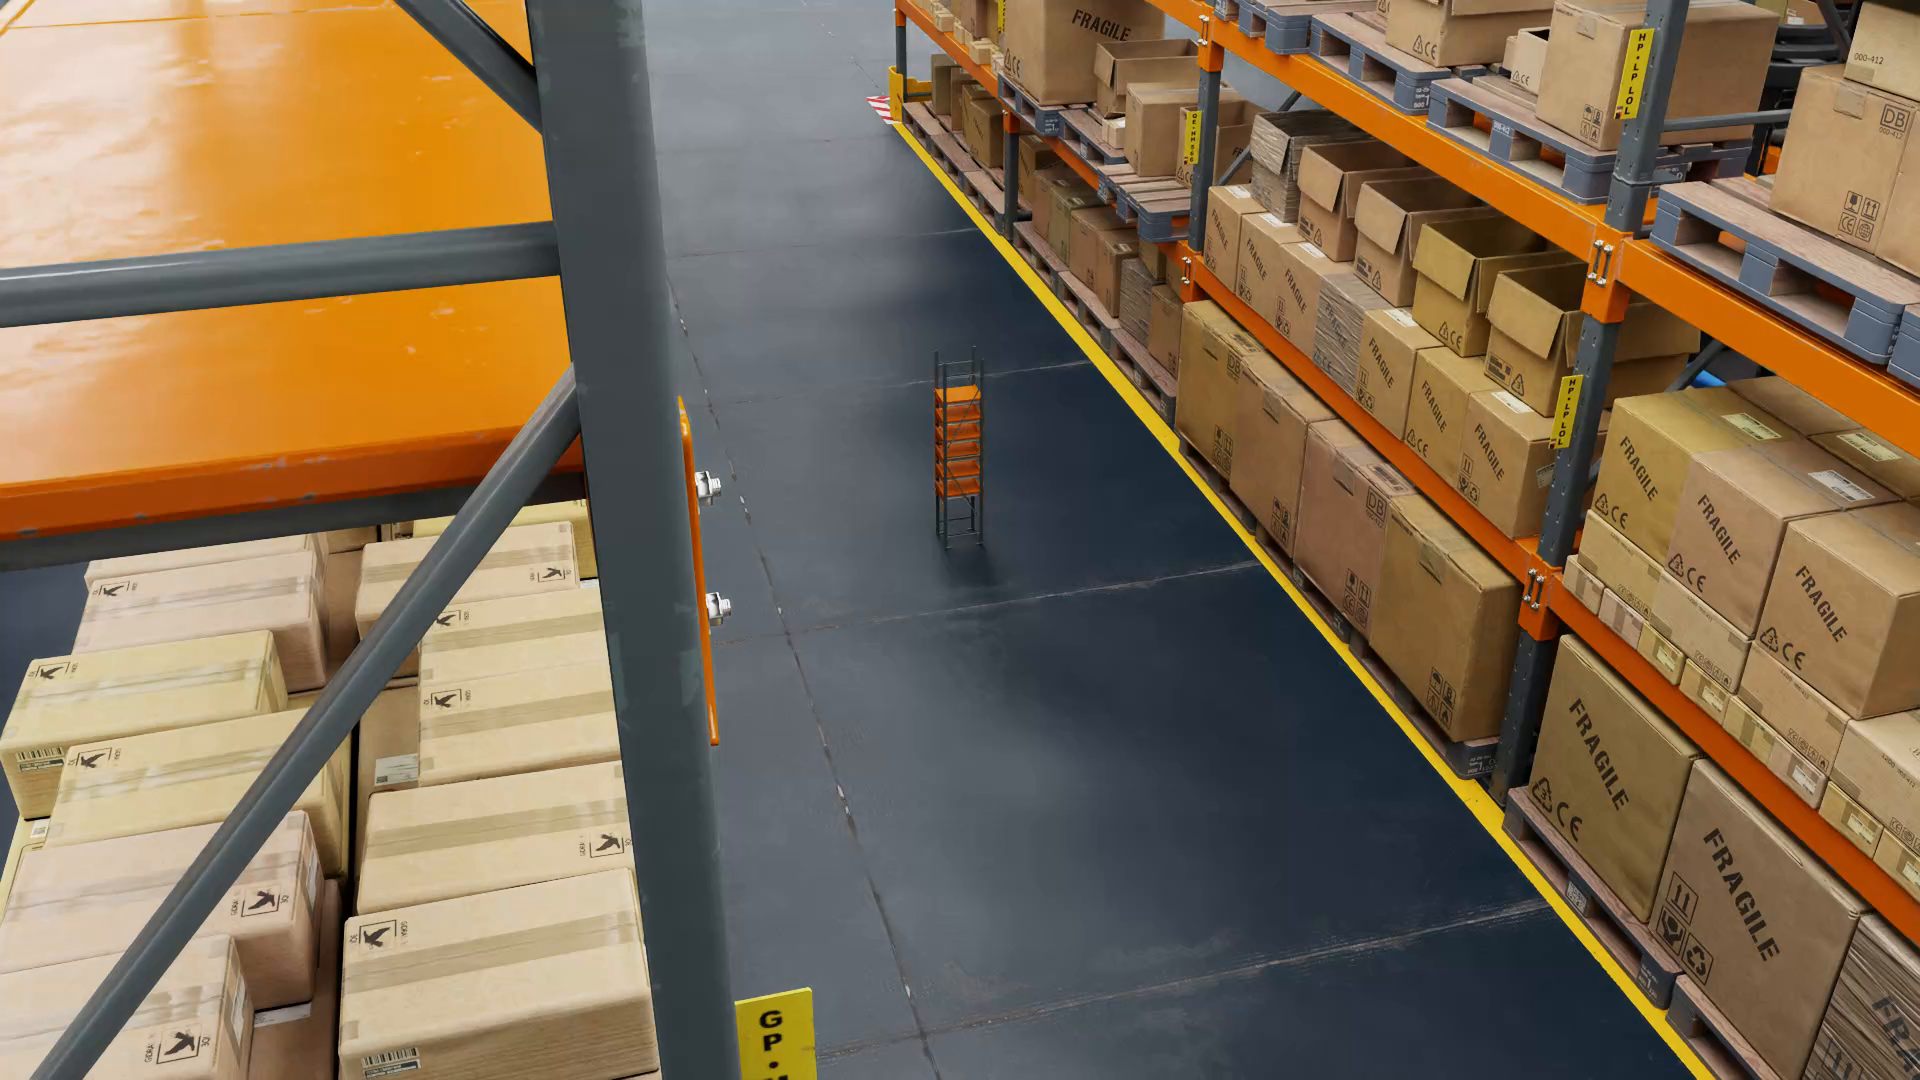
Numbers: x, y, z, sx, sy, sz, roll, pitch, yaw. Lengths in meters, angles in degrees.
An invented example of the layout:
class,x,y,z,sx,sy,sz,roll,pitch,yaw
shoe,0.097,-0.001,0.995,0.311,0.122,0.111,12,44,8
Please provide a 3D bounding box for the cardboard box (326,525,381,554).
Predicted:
class,x,y,z,sx,sy,sz,roll,pitch,yaw
cardboard box,-1.503,0.032,3.588,0.500,0.250,0.500,-9,31,-15

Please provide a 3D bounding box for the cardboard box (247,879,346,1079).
class,x,y,z,sx,sy,sz,roll,pitch,yaw
cardboard box,-1.110,0.772,2.309,0.500,0.250,0.500,-9,31,-15

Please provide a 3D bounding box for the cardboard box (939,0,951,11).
class,x,y,z,sx,sy,sz,roll,pitch,yaw
cardboard box,0.279,-5.358,15.847,0.875,0.500,0.500,-8,31,-13

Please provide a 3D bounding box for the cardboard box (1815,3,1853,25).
class,x,y,z,sx,sy,sz,roll,pitch,yaw
cardboard box,9.696,-5.546,18.146,0.500,0.500,0.500,-8,31,-13

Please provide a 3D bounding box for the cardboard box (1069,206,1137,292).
class,x,y,z,sx,sy,sz,roll,pitch,yaw
cardboard box,1.281,-2.302,13.021,0.700,0.500,0.500,-11,32,-18

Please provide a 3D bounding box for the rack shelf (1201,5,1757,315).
class,x,y,z,sx,sy,sz,roll,pitch,yaw
rack shelf,2.474,-2.085,8.313,1.077,0.370,4.000,-8,31,-13

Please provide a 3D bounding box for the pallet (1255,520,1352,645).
class,x,y,z,sx,sy,sz,roll,pitch,yaw
pallet,2.400,0.122,9.560,1.003,0.211,1.213,-8,31,-13

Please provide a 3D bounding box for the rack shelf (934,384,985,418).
class,x,y,z,sx,sy,sz,roll,pitch,yaw
rack shelf,-0.004,-0.799,9.535,0.258,0.103,0.180,-8,31,-13

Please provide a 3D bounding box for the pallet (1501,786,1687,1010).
class,x,y,z,sx,sy,sz,roll,pitch,yaw
pallet,3.132,1.452,7.261,1.003,0.211,1.213,-8,31,-13

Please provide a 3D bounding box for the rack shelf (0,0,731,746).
class,x,y,z,sx,sy,sz,roll,pitch,yaw
rack shelf,-1.273,-0.839,3.170,1.077,0.370,4.000,-8,31,-13

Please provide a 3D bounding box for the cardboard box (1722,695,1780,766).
class,x,y,z,sx,sy,sz,roll,pitch,yaw
cardboard box,3.043,0.668,6.084,0.380,0.149,0.250,-8,31,-14

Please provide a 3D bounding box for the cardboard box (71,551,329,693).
class,x,y,z,sx,sy,sz,roll,pitch,yaw
cardboard box,-1.337,0.167,2.957,0.380,0.149,0.250,-9,31,-14

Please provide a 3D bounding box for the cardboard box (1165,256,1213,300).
class,x,y,z,sx,sy,sz,roll,pitch,yaw
cardboard box,1.737,-1.817,11.433,0.500,0.250,0.500,-7,31,-11

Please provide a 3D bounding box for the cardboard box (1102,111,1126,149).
class,x,y,z,sx,sy,sz,roll,pitch,yaw
cardboard box,1.241,-2.957,11.811,0.396,0.266,0.258,-9,31,-15

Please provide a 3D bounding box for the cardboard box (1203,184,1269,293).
class,x,y,z,sx,sy,sz,roll,pitch,yaw
cardboard box,1.810,-1.837,10.060,0.500,0.500,0.500,-7,31,-12

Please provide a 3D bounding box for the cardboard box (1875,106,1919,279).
class,x,y,z,sx,sy,sz,roll,pitch,yaw
cardboard box,3.409,-1.069,5.220,0.700,0.500,0.500,-6,31,-11

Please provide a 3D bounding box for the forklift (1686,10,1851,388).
class,x,y,z,sx,sy,sz,roll,pitch,yaw
forklift,4.468,-1.769,10.111,1.130,2.935,3.031,-8,31,-14

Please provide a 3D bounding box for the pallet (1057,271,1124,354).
class,x,y,z,sx,sy,sz,roll,pitch,yaw
pallet,1.417,-1.823,12.920,1.003,0.211,1.213,-8,31,-13

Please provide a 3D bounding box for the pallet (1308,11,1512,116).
class,x,y,z,sx,sy,sz,roll,pitch,yaw
pallet,2.465,-2.437,8.391,1.003,0.211,1.213,-6,31,-11

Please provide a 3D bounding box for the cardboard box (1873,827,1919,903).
class,x,y,z,sx,sy,sz,roll,pitch,yaw
cardboard box,3.249,1.042,5.438,0.380,0.149,0.250,-7,31,-12

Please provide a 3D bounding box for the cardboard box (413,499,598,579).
class,x,y,z,sx,sy,sz,roll,pitch,yaw
cardboard box,-0.873,-0.033,3.302,0.380,0.149,0.250,-7,31,-12

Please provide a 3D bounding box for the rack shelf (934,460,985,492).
class,x,y,z,sx,sy,sz,roll,pitch,yaw
rack shelf,-0.004,-0.384,9.775,0.258,0.103,0.180,-8,31,-13

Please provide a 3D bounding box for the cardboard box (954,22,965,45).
class,x,y,z,sx,sy,sz,roll,pitch,yaw
cardboard box,0.157,-4.679,15.321,0.380,0.149,0.250,-8,31,-13

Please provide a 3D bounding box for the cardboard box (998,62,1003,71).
class,x,y,z,sx,sy,sz,roll,pitch,yaw
cardboard box,0.541,-3.952,14.066,0.380,0.149,0.250,-8,31,-13

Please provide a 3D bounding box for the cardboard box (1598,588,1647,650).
class,x,y,z,sx,sy,sz,roll,pitch,yaw
cardboard box,2.833,0.290,6.736,0.380,0.149,0.250,-9,31,-15

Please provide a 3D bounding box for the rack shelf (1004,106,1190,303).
class,x,y,z,sx,sy,sz,roll,pitch,yaw
rack shelf,1.413,-2.719,12.402,1.077,0.370,4.000,-8,31,-13

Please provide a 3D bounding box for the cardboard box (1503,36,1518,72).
class,x,y,z,sx,sy,sz,roll,pitch,yaw
cardboard box,2.755,-2.243,7.699,0.380,0.149,0.250,-9,31,-15

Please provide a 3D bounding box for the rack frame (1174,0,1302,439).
class,x,y,z,sx,sy,sz,roll,pitch,yaw
rack frame,1.943,-2.064,10.553,1.000,3.000,0.127,-8,31,-13

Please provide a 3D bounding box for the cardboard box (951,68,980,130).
class,x,y,z,sx,sy,sz,roll,pitch,yaw
cardboard box,0.161,-4.440,16.734,0.500,0.500,0.500,0,30,0

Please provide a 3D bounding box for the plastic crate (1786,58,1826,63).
class,x,y,z,sx,sy,sz,roll,pitch,yaw
plastic crate,6.585,-3.572,13.094,0.402,0.464,0.583,-8,31,-13

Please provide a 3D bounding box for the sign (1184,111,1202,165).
class,x,y,z,sx,sy,sz,roll,pitch,yaw
sign,1.423,-2.454,10.150,0.100,0.325,0.005,-8,31,-13

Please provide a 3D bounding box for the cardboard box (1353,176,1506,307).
class,x,y,z,sx,sy,sz,roll,pitch,yaw
cardboard box,2.477,-1.548,8.560,0.797,0.503,0.637,-7,31,-12

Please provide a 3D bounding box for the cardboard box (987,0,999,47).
class,x,y,z,sx,sy,sz,roll,pitch,yaw
cardboard box,0.723,-4.640,14.606,0.875,0.500,0.500,-8,31,-13

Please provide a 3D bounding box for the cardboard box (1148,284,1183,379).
class,x,y,z,sx,sy,sz,roll,pitch,yaw
cardboard box,1.746,-1.494,11.624,0.700,0.500,0.500,-9,31,-16

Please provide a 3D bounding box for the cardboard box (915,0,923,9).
class,x,y,z,sx,sy,sz,roll,pitch,yaw
cardboard box,-0.234,-5.404,16.574,0.380,0.149,0.250,-8,31,-13

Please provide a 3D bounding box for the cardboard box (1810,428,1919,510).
class,x,y,z,sx,sy,sz,roll,pitch,yaw
cardboard box,3.514,-0.092,6.249,0.500,0.500,0.500,-8,31,-13

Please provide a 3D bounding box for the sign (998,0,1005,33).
class,x,y,z,sx,sy,sz,roll,pitch,yaw
sign,0.361,-4.295,13.543,0.100,0.325,0.005,-8,31,-13

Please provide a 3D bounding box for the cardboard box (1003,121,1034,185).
class,x,y,z,sx,sy,sz,roll,pitch,yaw
cardboard box,0.655,-3.570,15.231,0.500,0.500,0.500,2,30,3

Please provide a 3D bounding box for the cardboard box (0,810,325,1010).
class,x,y,z,sx,sy,sz,roll,pitch,yaw
cardboard box,-1.105,0.537,2.317,0.380,0.149,0.250,-7,31,-13

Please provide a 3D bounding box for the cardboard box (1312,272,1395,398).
class,x,y,z,sx,sy,sz,roll,pitch,yaw
cardboard box,2.219,-1.099,8.786,0.500,0.500,0.500,-8,31,-13

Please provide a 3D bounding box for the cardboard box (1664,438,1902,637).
class,x,y,z,sx,sy,sz,roll,pitch,yaw
cardboard box,3.009,-0.017,6.120,0.500,0.500,0.500,-8,31,-13

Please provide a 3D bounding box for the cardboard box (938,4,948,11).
class,x,y,z,sx,sy,sz,roll,pitch,yaw
cardboard box,0.004,-5.047,15.957,0.380,0.149,0.250,-8,31,-13

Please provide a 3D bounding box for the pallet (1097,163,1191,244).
class,x,y,z,sx,sy,sz,roll,pitch,yaw
pallet,1.652,-2.311,11.171,1.213,0.211,1.003,-8,31,-13

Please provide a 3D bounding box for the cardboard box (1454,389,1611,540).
class,x,y,z,sx,sy,sz,roll,pitch,yaw
cardboard box,2.618,-0.365,7.518,0.500,0.500,0.500,-8,31,-13

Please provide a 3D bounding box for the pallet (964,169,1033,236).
class,x,y,z,sx,sy,sz,roll,pitch,yaw
pallet,0.669,-3.109,15.142,1.003,0.211,1.213,-8,31,-13

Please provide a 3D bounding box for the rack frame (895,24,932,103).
class,x,y,z,sx,sy,sz,roll,pitch,yaw
rack frame,-0.180,-5.928,17.229,1.000,3.000,0.127,-8,31,-13

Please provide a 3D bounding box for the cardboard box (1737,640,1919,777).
class,x,y,z,sx,sy,sz,roll,pitch,yaw
cardboard box,3.147,0.556,5.879,0.500,0.250,0.500,-7,31,-12

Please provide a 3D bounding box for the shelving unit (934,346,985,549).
class,x,y,z,sx,sy,sz,roll,pitch,yaw
shelving unit,-0.004,-0.526,9.693,0.258,1.200,0.189,-8,31,-13

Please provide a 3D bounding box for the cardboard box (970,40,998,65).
class,x,y,z,sx,sy,sz,roll,pitch,yaw
cardboard box,0.302,-4.309,14.682,0.380,0.149,0.250,-8,31,-13

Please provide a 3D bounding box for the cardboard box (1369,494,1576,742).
class,x,y,z,sx,sy,sz,roll,pitch,yaw
cardboard box,2.816,0.299,8.172,1.225,0.875,0.875,-8,31,-13

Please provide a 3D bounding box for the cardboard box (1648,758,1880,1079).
class,x,y,z,sx,sy,sz,roll,pitch,yaw
cardboard box,3.342,1.370,6.322,0.875,0.875,0.875,-8,31,-13

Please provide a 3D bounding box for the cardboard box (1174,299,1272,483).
class,x,y,z,sx,sy,sz,roll,pitch,yaw
cardboard box,2.107,-0.990,10.400,1.225,0.875,0.875,-9,31,-16

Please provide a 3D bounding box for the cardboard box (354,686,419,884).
class,x,y,z,sx,sy,sz,roll,pitch,yaw
cardboard box,-0.747,0.462,2.845,0.500,0.250,0.500,-8,31,-14

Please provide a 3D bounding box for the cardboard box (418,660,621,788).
class,x,y,z,sx,sy,sz,roll,pitch,yaw
cardboard box,-0.660,0.335,2.666,0.380,0.149,0.250,-8,31,-13
